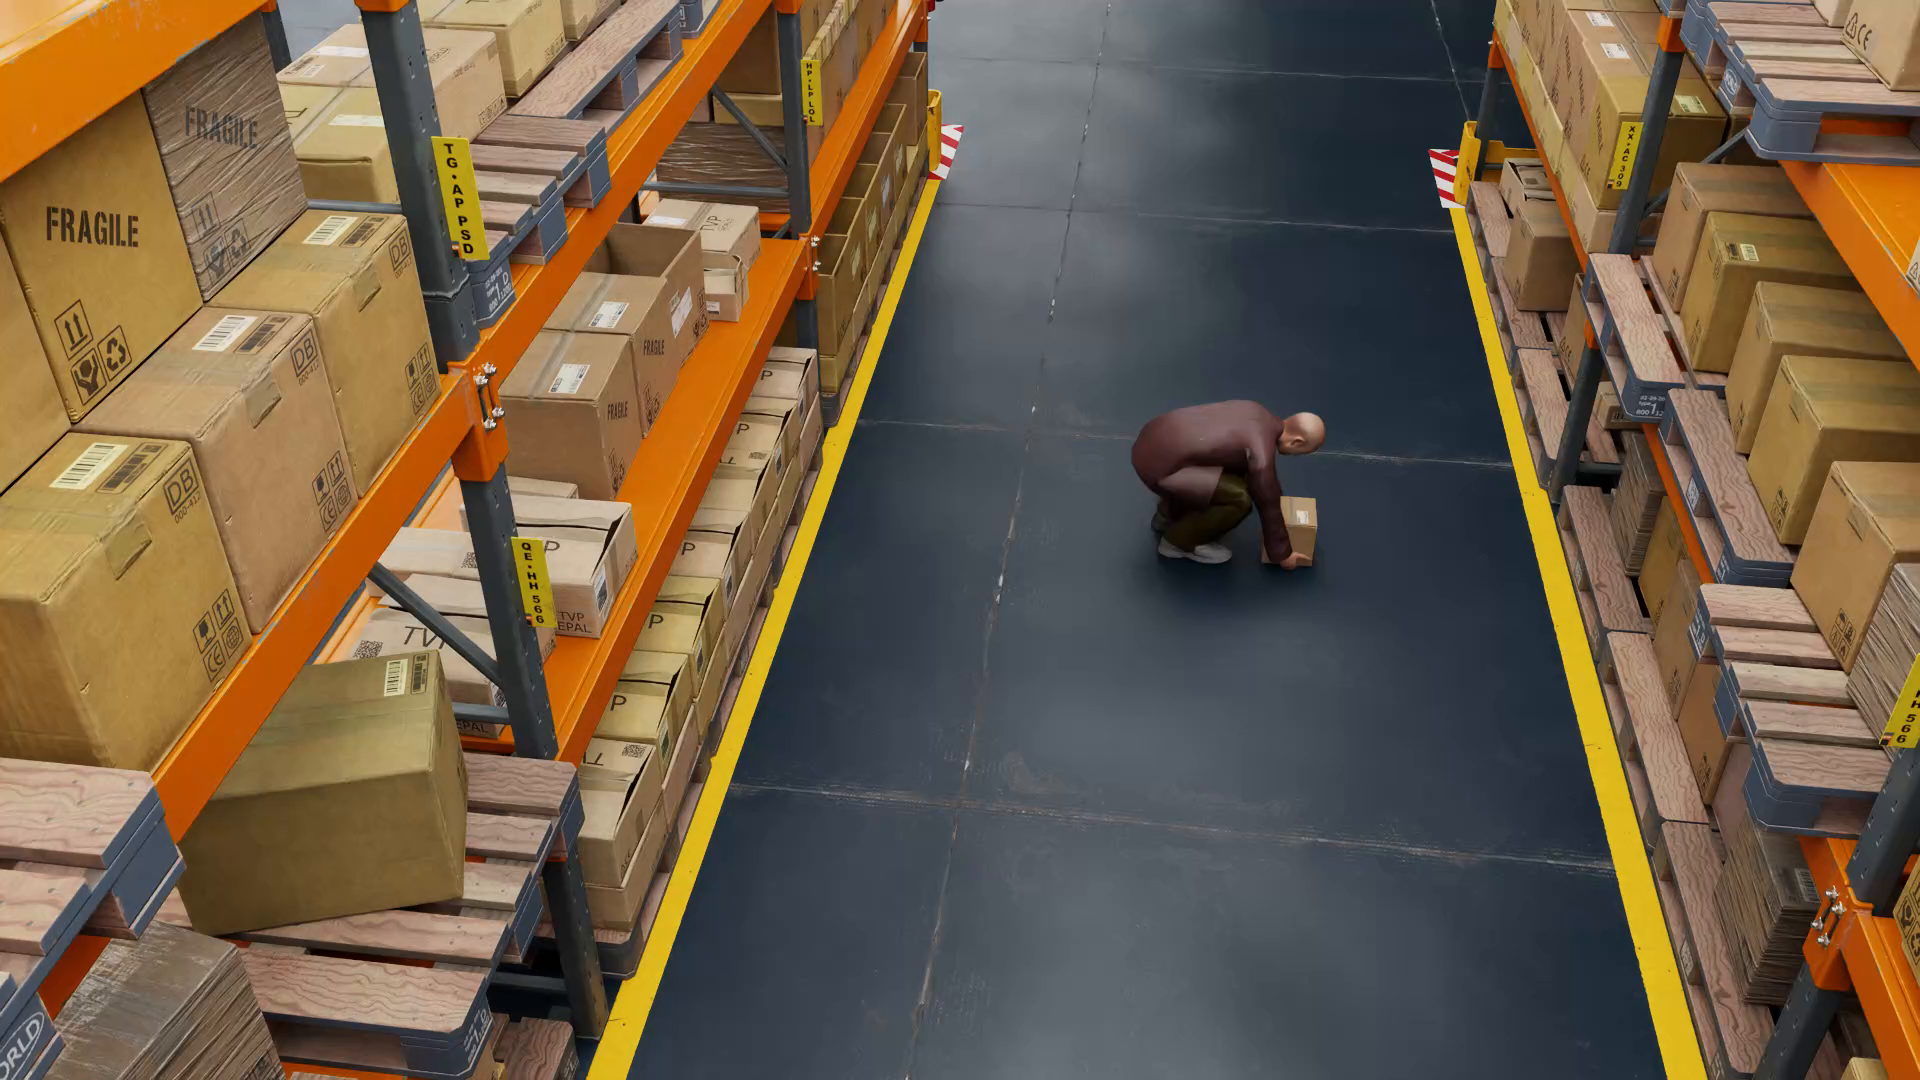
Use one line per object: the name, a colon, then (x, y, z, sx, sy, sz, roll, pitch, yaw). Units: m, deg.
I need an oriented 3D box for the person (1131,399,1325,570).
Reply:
person: (1.317, -0.291, 8.322, 0.940, 0.811, 0.574, 3, 36, 5)
